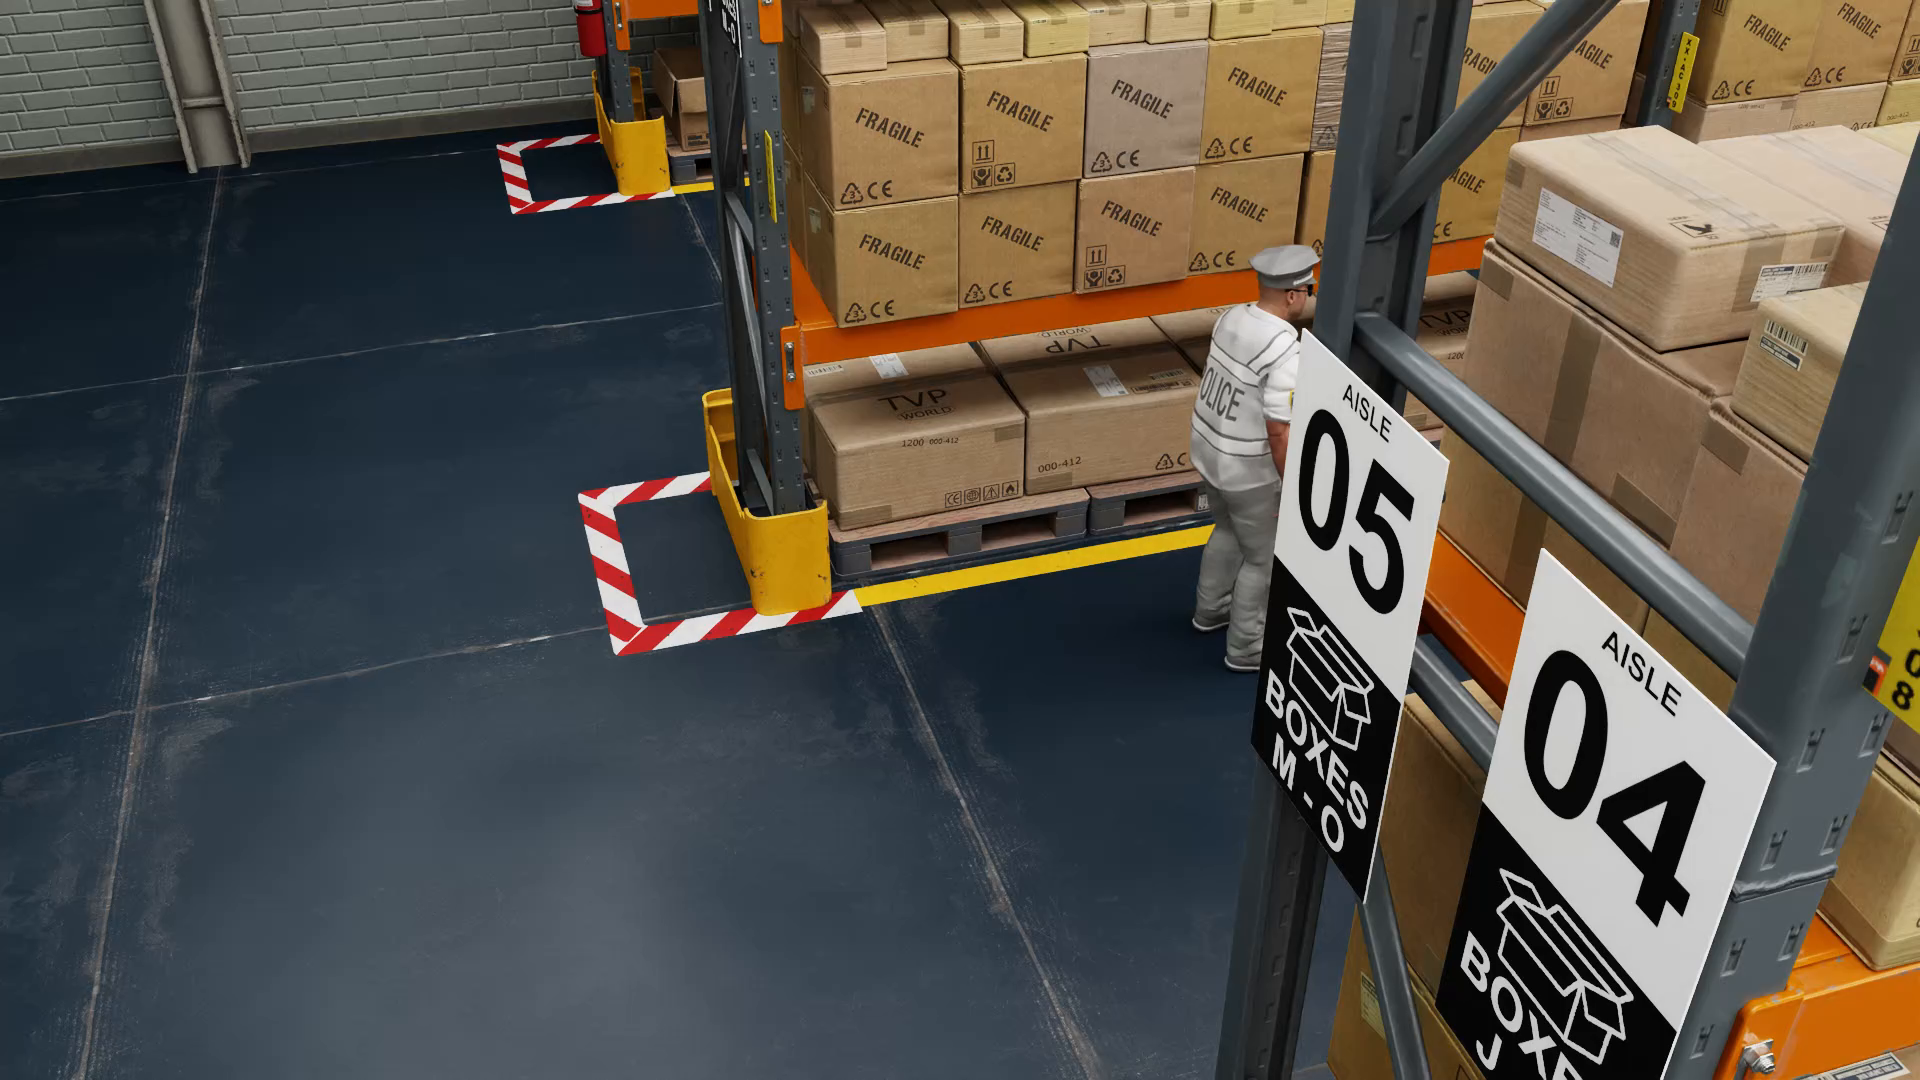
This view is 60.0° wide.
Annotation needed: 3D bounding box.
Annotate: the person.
[{"bbox_3d":[1.146,-0.308,6.596,0.428,1.748,0.605,-12,35,-17],"label":"person"}]
